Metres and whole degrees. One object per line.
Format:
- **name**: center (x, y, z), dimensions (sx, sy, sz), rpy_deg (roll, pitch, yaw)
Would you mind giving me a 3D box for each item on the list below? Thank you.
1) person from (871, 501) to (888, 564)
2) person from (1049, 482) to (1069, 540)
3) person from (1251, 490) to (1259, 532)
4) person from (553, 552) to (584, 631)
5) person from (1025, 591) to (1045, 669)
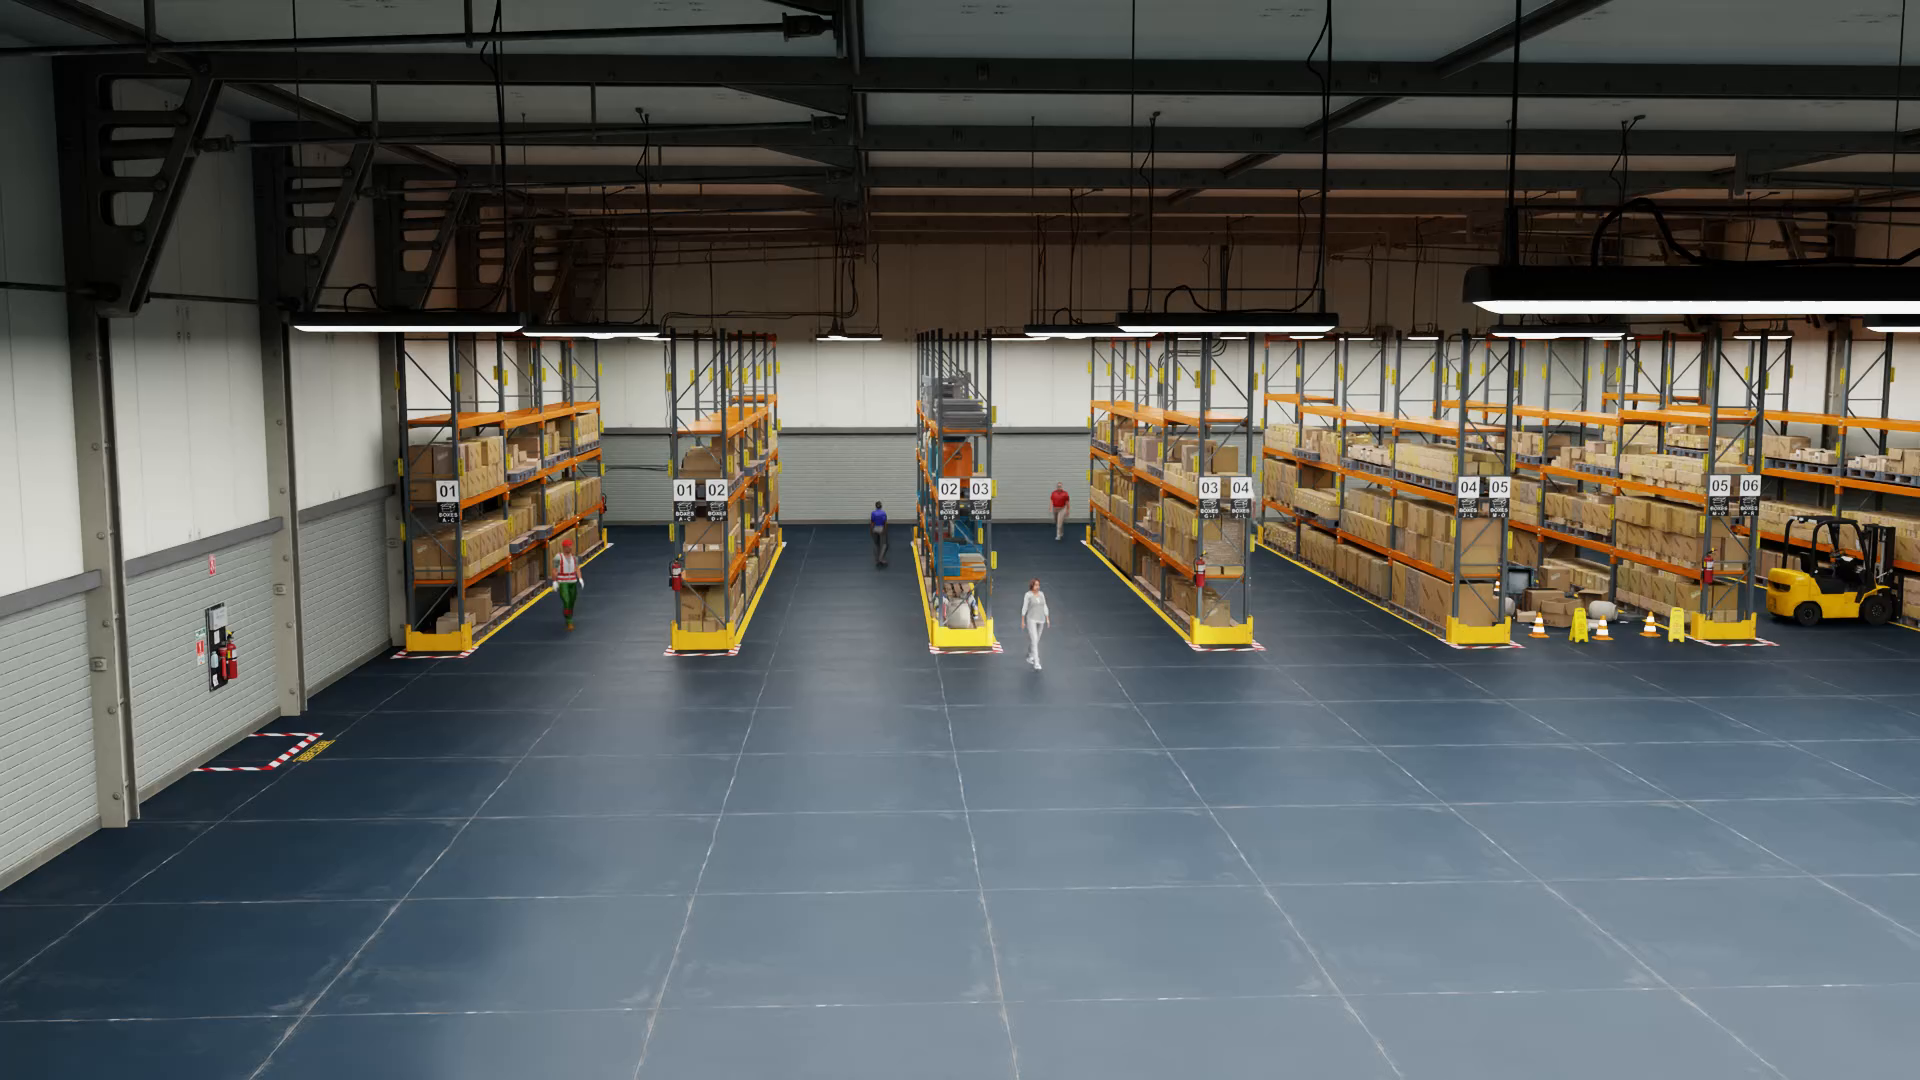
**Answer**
- **person**: center (-2.106, -0.192, 43.320), dimensions (0.501, 1.649, 0.490), rpy_deg (3, 7, 22)
- **person**: center (2.921, -0.863, 48.698), dimensions (0.549, 1.671, 1.085), rpy_deg (3, 7, 25)
- **person**: center (8.539, -0.887, 48.837), dimensions (0.876, 1.602, 0.516), rpy_deg (-1, 7, -7)
- **person**: center (-7.872, 1.018, 33.560), dimensions (0.532, 1.545, 0.755), rpy_deg (-6, 9, -41)
- **person**: center (1.345, 1.580, 29.468), dimensions (0.428, 1.338, 0.835), rpy_deg (-4, 8, -30)
